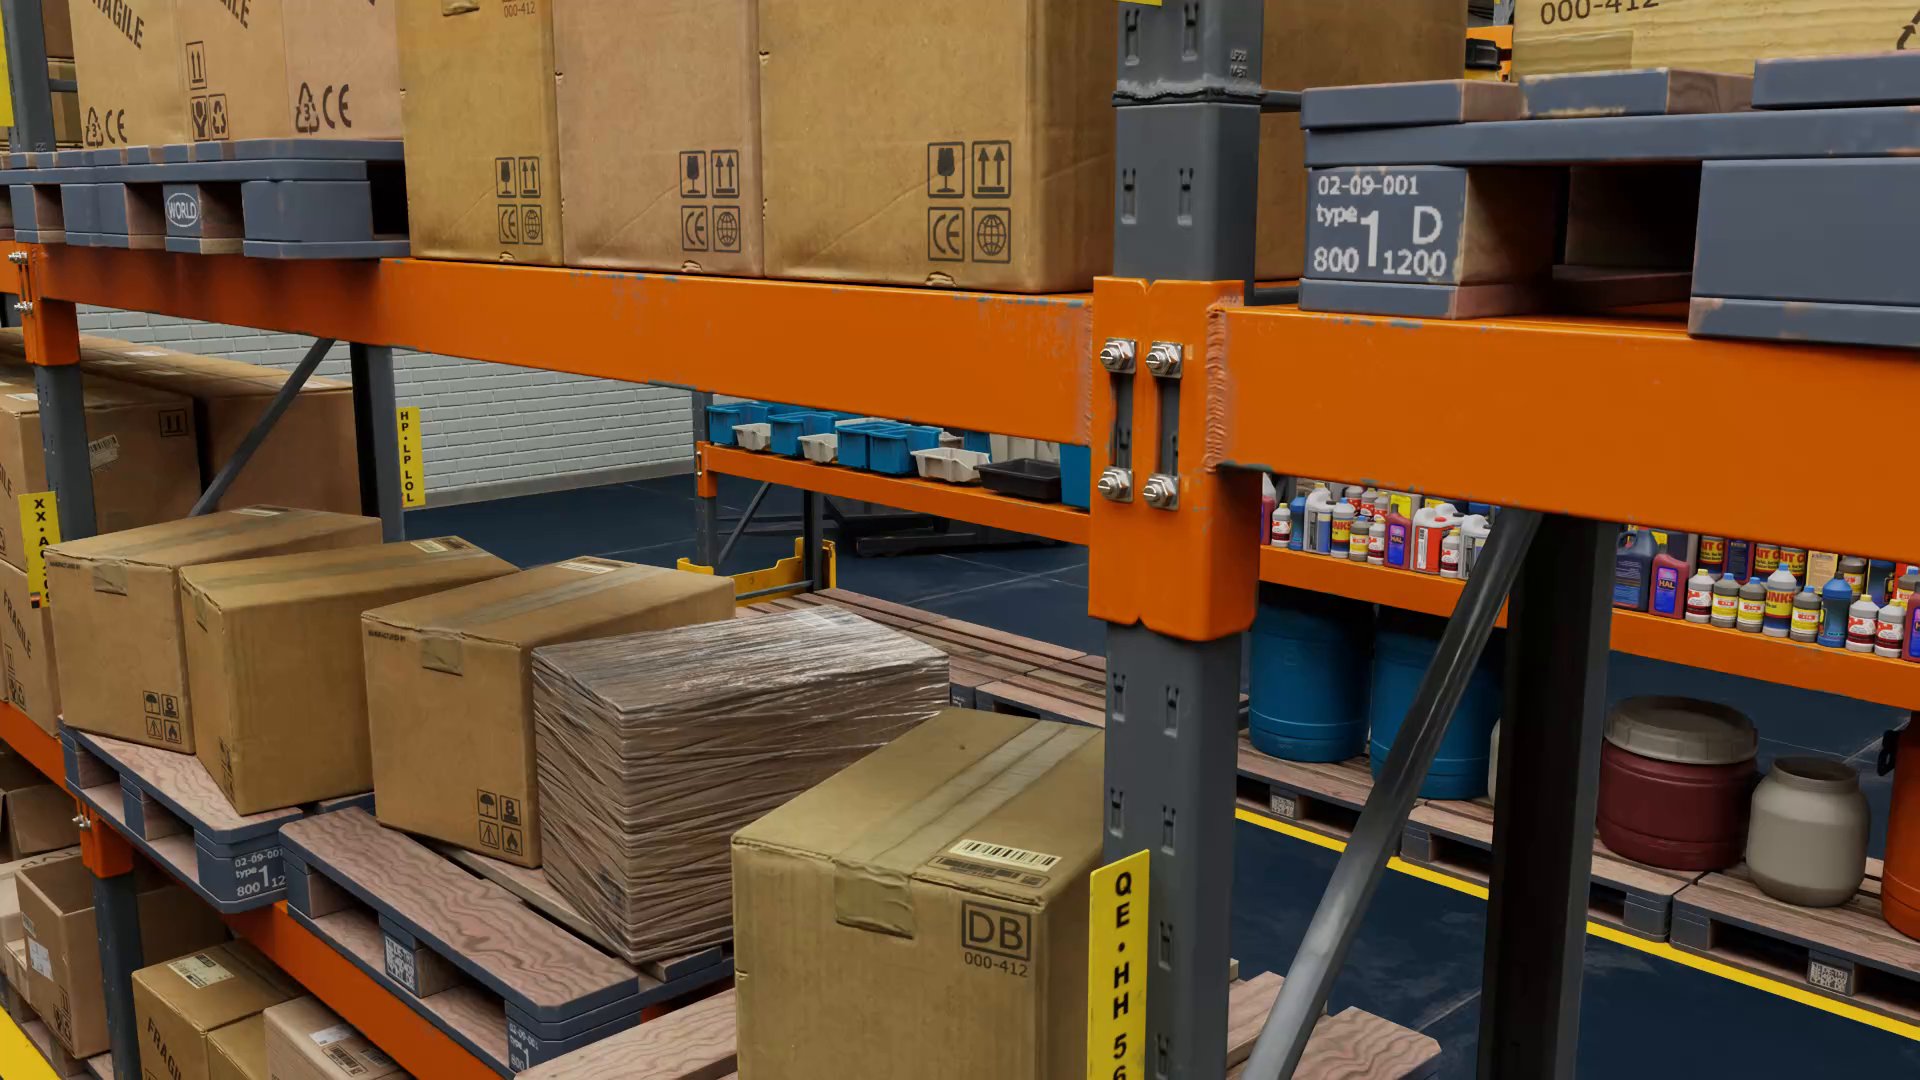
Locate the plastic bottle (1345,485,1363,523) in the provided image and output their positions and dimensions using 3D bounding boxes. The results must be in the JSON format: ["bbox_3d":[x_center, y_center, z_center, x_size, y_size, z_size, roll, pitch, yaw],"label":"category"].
[{"bbox_3d":[1.992,-0.192,8.401,0.097,0.201,0.097,0,12,0],"label":"plastic bottle"}]

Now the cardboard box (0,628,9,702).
[{"bbox_3d":[-3.087,0.214,5.692,0.500,0.500,0.500,-10,16,-41],"label":"cardboard box"}]

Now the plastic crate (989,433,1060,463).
[{"bbox_3d":[0.464,-0.534,9.717,0.437,0.282,0.530,-11,16,-43],"label":"plastic crate"}]

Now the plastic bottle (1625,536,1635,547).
[{"bbox_3d":[2.747,0.113,6.719,0.061,0.283,0.133,-11,16,-43],"label":"plastic bottle"}]

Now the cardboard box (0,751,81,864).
[{"bbox_3d":[-3.501,1.109,6.692,0.797,0.503,0.637,-11,16,-43],"label":"cardboard box"}]

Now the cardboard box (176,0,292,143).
[{"bbox_3d":[-1.427,-1.220,3.927,0.600,0.600,0.600,-11,16,-43],"label":"cardboard box"}]

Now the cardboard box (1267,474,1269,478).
[{"bbox_3d":[2.705,-0.671,14.461,0.875,0.875,0.875,-11,16,-43],"label":"cardboard box"}]

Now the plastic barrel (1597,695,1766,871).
[{"bbox_3d":[3.018,1.011,7.007,0.600,0.588,0.708,-11,16,-43],"label":"plastic barrel"}]

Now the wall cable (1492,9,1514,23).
[{"bbox_3d":[9.989,-10.326,28.449,2.988,3.039,0.133,-11,16,-43],"label":"wall cable"}]

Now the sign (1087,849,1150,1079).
[{"bbox_3d":[0.177,0.508,1.841,0.100,0.325,0.005,-11,16,-43],"label":"sign"}]

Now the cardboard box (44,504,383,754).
[{"bbox_3d":[-2.034,0.221,4.618,0.500,0.500,0.700,6,13,26],"label":"cardboard box"}]

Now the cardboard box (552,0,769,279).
[{"bbox_3d":[-0.115,-0.693,2.658,0.910,0.500,0.500,-11,16,-43],"label":"cardboard box"}]

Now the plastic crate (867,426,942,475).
[{"bbox_3d":[-0.328,-0.528,9.806,0.416,0.233,0.300,-11,16,-43],"label":"plastic crate"}]

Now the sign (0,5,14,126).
[{"bbox_3d":[-2.587,-1.271,4.430,0.100,0.325,0.005,-11,16,-43],"label":"sign"}]

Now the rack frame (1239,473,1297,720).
[{"bbox_3d":[1.386,-0.315,8.505,1.000,3.000,0.127,-11,16,-43],"label":"rack frame"}]

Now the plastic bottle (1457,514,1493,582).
[{"bbox_3d":[2.229,0.036,7.112,0.152,0.276,0.135,-11,16,-43],"label":"plastic bottle"}]

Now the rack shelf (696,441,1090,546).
[{"bbox_3d":[0.005,-0.254,9.994,1.077,0.370,4.000,-11,16,-43],"label":"rack shelf"}]

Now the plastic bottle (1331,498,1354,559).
[{"bbox_3d":[1.743,-0.057,7.572,0.097,0.271,0.097,0,12,0],"label":"plastic bottle"}]

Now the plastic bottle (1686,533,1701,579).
[{"bbox_3d":[3.125,0.019,7.191,0.152,0.276,0.135,-11,16,-43],"label":"plastic bottle"}]

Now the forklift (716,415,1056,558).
[{"bbox_3d":[-0.613,-1.407,13.976,3.031,2.935,1.130,-3,12,-13],"label":"forklift"}]

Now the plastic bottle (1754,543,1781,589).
[{"bbox_3d":[3.384,0.068,6.965,0.097,0.271,0.097,0,12,0],"label":"plastic bottle"}]

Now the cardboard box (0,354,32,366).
[{"bbox_3d":[-3.786,-0.423,6.305,0.500,0.500,0.500,-11,16,-43],"label":"cardboard box"}]

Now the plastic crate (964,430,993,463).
[{"bbox_3d":[0.227,-0.582,10.068,0.416,0.233,0.300,-11,16,-43],"label":"plastic crate"}]

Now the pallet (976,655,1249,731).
[{"bbox_3d":[0.850,0.949,9.281,1.003,0.211,1.213,-11,16,-43],"label":"pallet"}]

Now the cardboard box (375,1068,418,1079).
[{"bbox_3d":[-1.004,1.340,3.718,0.500,0.250,0.500,-11,16,-44],"label":"cardboard box"}]

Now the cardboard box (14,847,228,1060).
[{"bbox_3d":[-2.798,1.340,5.577,0.500,0.500,0.500,-11,16,-43],"label":"cardboard box"}]

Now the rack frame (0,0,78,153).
[{"bbox_3d":[-2.199,-2.563,4.552,1.000,3.000,0.127,-11,16,-43],"label":"rack frame"}]

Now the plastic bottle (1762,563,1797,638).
[{"bbox_3d":[3.065,0.223,6.216,0.097,0.271,0.097,0,12,0],"label":"plastic bottle"}]

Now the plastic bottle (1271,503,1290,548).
[{"bbox_3d":[1.515,-0.071,7.813,0.097,0.201,0.097,0,12,0],"label":"plastic bottle"}]

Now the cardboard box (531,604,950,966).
[{"bbox_3d":[-0.447,0.468,3.418,0.700,0.500,0.500,-7,14,-32],"label":"cardboard box"}]

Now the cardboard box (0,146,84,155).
[{"bbox_3d":[-2.728,-1.054,5.034,0.500,0.250,0.500,-11,16,-43],"label":"cardboard box"}]

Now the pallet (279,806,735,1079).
[{"bbox_3d":[-0.783,0.770,3.717,1.003,0.211,1.213,-11,16,-43],"label":"pallet"}]

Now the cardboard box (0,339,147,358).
[{"bbox_3d":[-3.745,-0.572,7.029,0.500,0.500,0.500,-10,16,-41],"label":"cardboard box"}]

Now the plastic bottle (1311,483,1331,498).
[{"bbox_3d":[1.814,-0.185,8.367,0.097,0.201,0.097,0,12,0],"label":"plastic bottle"}]

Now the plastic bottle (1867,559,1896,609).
[{"bbox_3d":[3.659,0.144,6.597,0.097,0.271,0.097,0,12,0],"label":"plastic bottle"}]

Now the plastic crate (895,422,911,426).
[{"bbox_3d":[-0.493,-0.661,10.689,0.396,0.136,0.243,-11,16,-43],"label":"plastic crate"}]

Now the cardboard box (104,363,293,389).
[{"bbox_3d":[-2.678,-0.347,5.935,0.500,0.500,0.500,11,16,43],"label":"cardboard box"}]

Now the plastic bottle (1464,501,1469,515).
[{"bbox_3d":[2.385,-0.175,7.949,0.144,0.351,0.185,-11,16,-43],"label":"plastic bottle"}]

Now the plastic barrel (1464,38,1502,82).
[{"bbox_3d":[2.163,-1.977,7.632,0.600,0.588,0.600,0,12,0],"label":"plastic barrel"}]

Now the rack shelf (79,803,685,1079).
[{"bbox_3d":[-0.818,1.019,3.813,1.077,0.370,4.000,-11,16,-43],"label":"rack shelf"}]

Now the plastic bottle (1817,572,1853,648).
[{"bbox_3d":[3.200,0.251,6.078,0.097,0.271,0.097,0,12,0],"label":"plastic bottle"}]

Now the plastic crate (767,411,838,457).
[{"bbox_3d":[-0.990,-0.668,10.485,0.416,0.233,0.300,-11,16,-43],"label":"plastic crate"}]

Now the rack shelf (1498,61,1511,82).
[{"bbox_3d":[7.244,-4.557,16.022,1.077,0.370,4.000,-11,16,-43],"label":"rack shelf"}]

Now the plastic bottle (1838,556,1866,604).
[{"bbox_3d":[3.611,0.151,6.739,0.097,0.201,0.097,0,12,0],"label":"plastic bottle"}]

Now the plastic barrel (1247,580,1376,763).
[{"bbox_3d":[1.749,0.589,8.277,0.600,0.901,0.708,-11,16,-43],"label":"plastic barrel"}]

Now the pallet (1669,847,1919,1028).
[{"bbox_3d":[3.573,1.526,6.483,1.003,0.211,1.213,-11,16,-43],"label":"pallet"}]

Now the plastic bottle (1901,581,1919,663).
[{"bbox_3d":[3.401,0.293,5.845,0.061,0.283,0.133,-11,16,-43],"label":"plastic bottle"}]

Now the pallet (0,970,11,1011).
[{"bbox_3d":[-3.520,1.463,6.790,1.003,0.211,1.213,-11,16,-43],"label":"pallet"}]

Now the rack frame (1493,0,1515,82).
[{"bbox_3d":[5.863,-5.203,17.366,1.000,3.000,0.127,-11,16,-43],"label":"rack frame"}]

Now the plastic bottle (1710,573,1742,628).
[{"bbox_3d":[2.931,0.229,6.361,0.097,0.201,0.097,0,12,0],"label":"plastic bottle"}]

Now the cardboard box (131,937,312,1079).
[{"bbox_3d":[-2.042,1.488,4.857,0.500,0.500,0.500,11,16,43],"label":"cardboard box"}]

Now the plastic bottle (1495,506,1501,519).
[{"bbox_3d":[2.508,-0.072,7.648,0.097,0.271,0.097,0,12,0],"label":"plastic bottle"}]

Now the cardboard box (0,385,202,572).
[{"bbox_3d":[-2.736,-0.201,5.229,0.500,0.500,0.500,-11,16,-42],"label":"cardboard box"}]

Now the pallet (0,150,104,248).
[{"bbox_3d":[-1.800,-0.897,4.364,1.213,0.211,1.003,-11,16,-43],"label":"pallet"}]

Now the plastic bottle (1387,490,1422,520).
[{"bbox_3d":[2.153,-0.182,7.982,0.144,0.351,0.185,-11,16,-43],"label":"plastic bottle"}]
